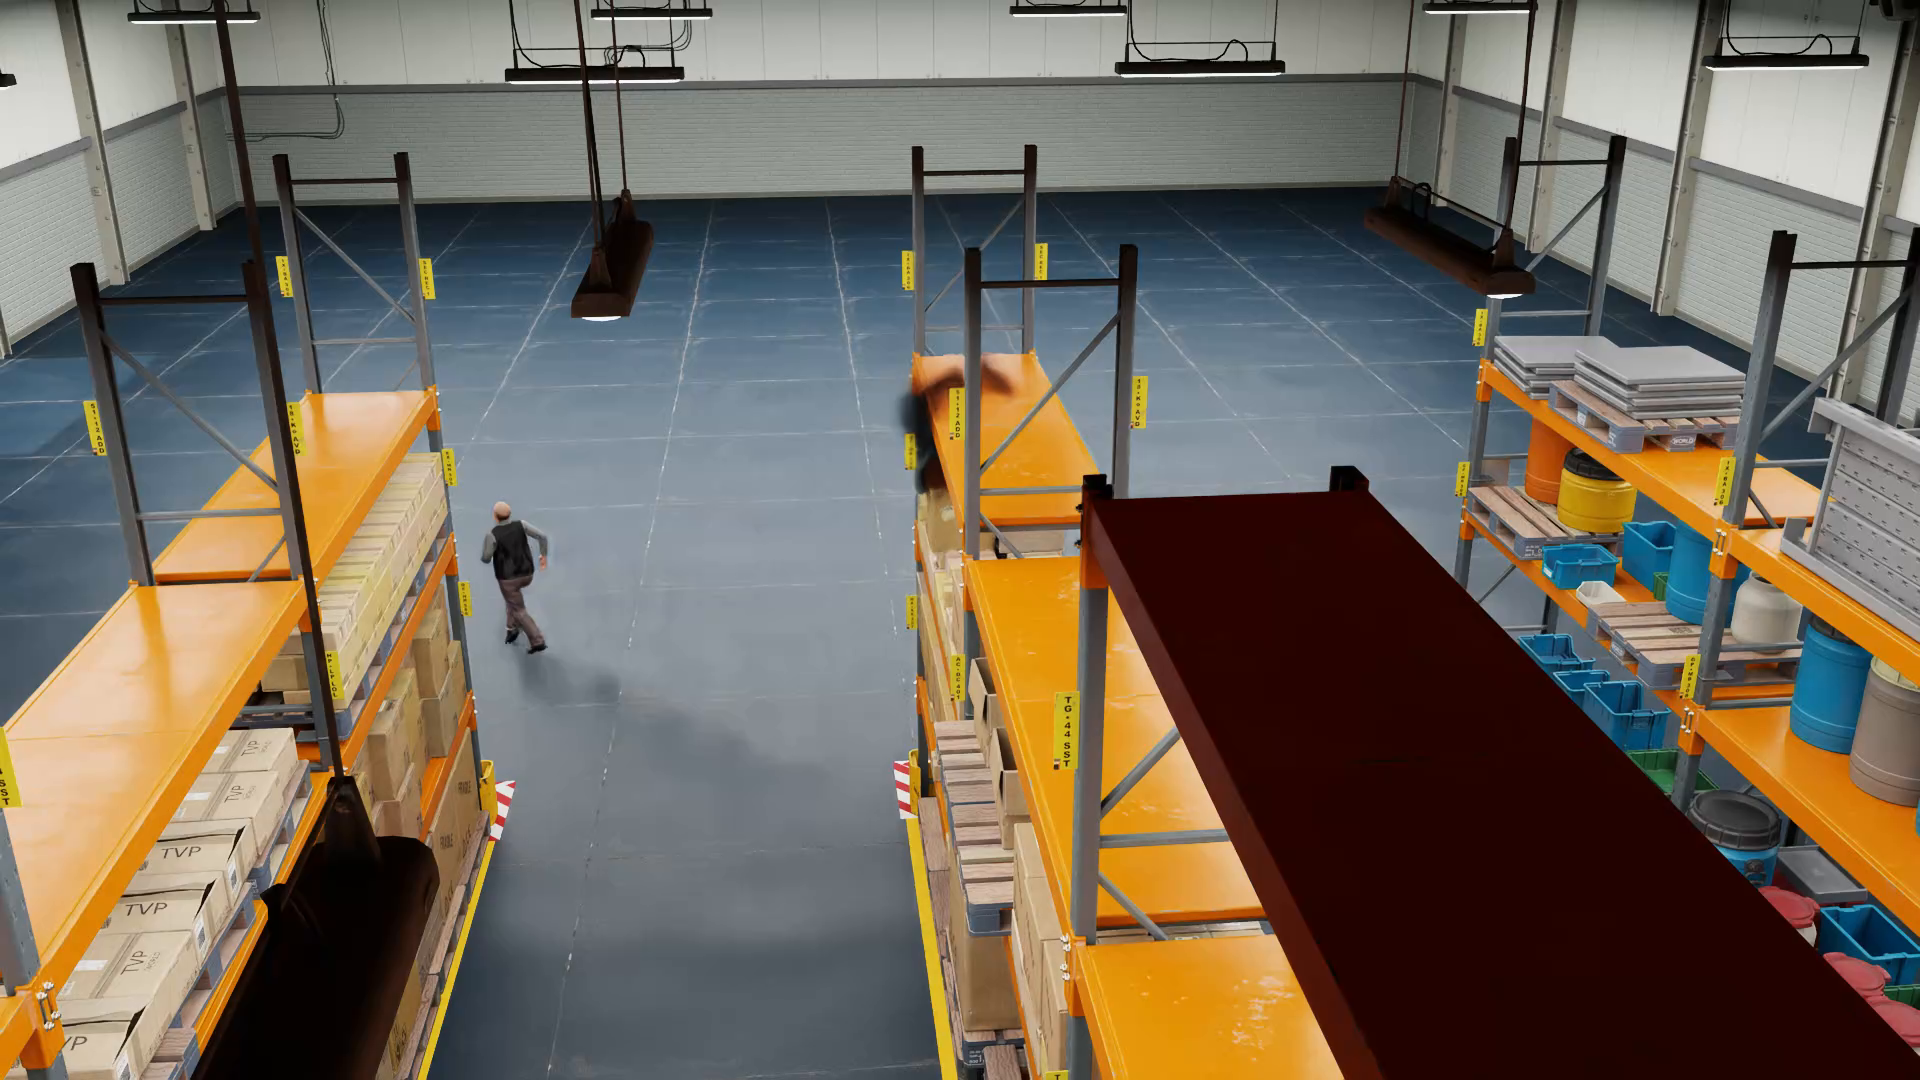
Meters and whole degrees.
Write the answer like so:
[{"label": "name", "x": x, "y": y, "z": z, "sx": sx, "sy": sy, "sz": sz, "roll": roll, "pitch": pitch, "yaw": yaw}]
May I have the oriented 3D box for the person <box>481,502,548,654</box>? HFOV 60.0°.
[{"label": "person", "x": -4.859, "y": 0.441, "z": 18.224, "sx": 0.852, "sy": 1.763, "sz": 0.679, "roll": 18, "pitch": 28, "yaw": 39}]
